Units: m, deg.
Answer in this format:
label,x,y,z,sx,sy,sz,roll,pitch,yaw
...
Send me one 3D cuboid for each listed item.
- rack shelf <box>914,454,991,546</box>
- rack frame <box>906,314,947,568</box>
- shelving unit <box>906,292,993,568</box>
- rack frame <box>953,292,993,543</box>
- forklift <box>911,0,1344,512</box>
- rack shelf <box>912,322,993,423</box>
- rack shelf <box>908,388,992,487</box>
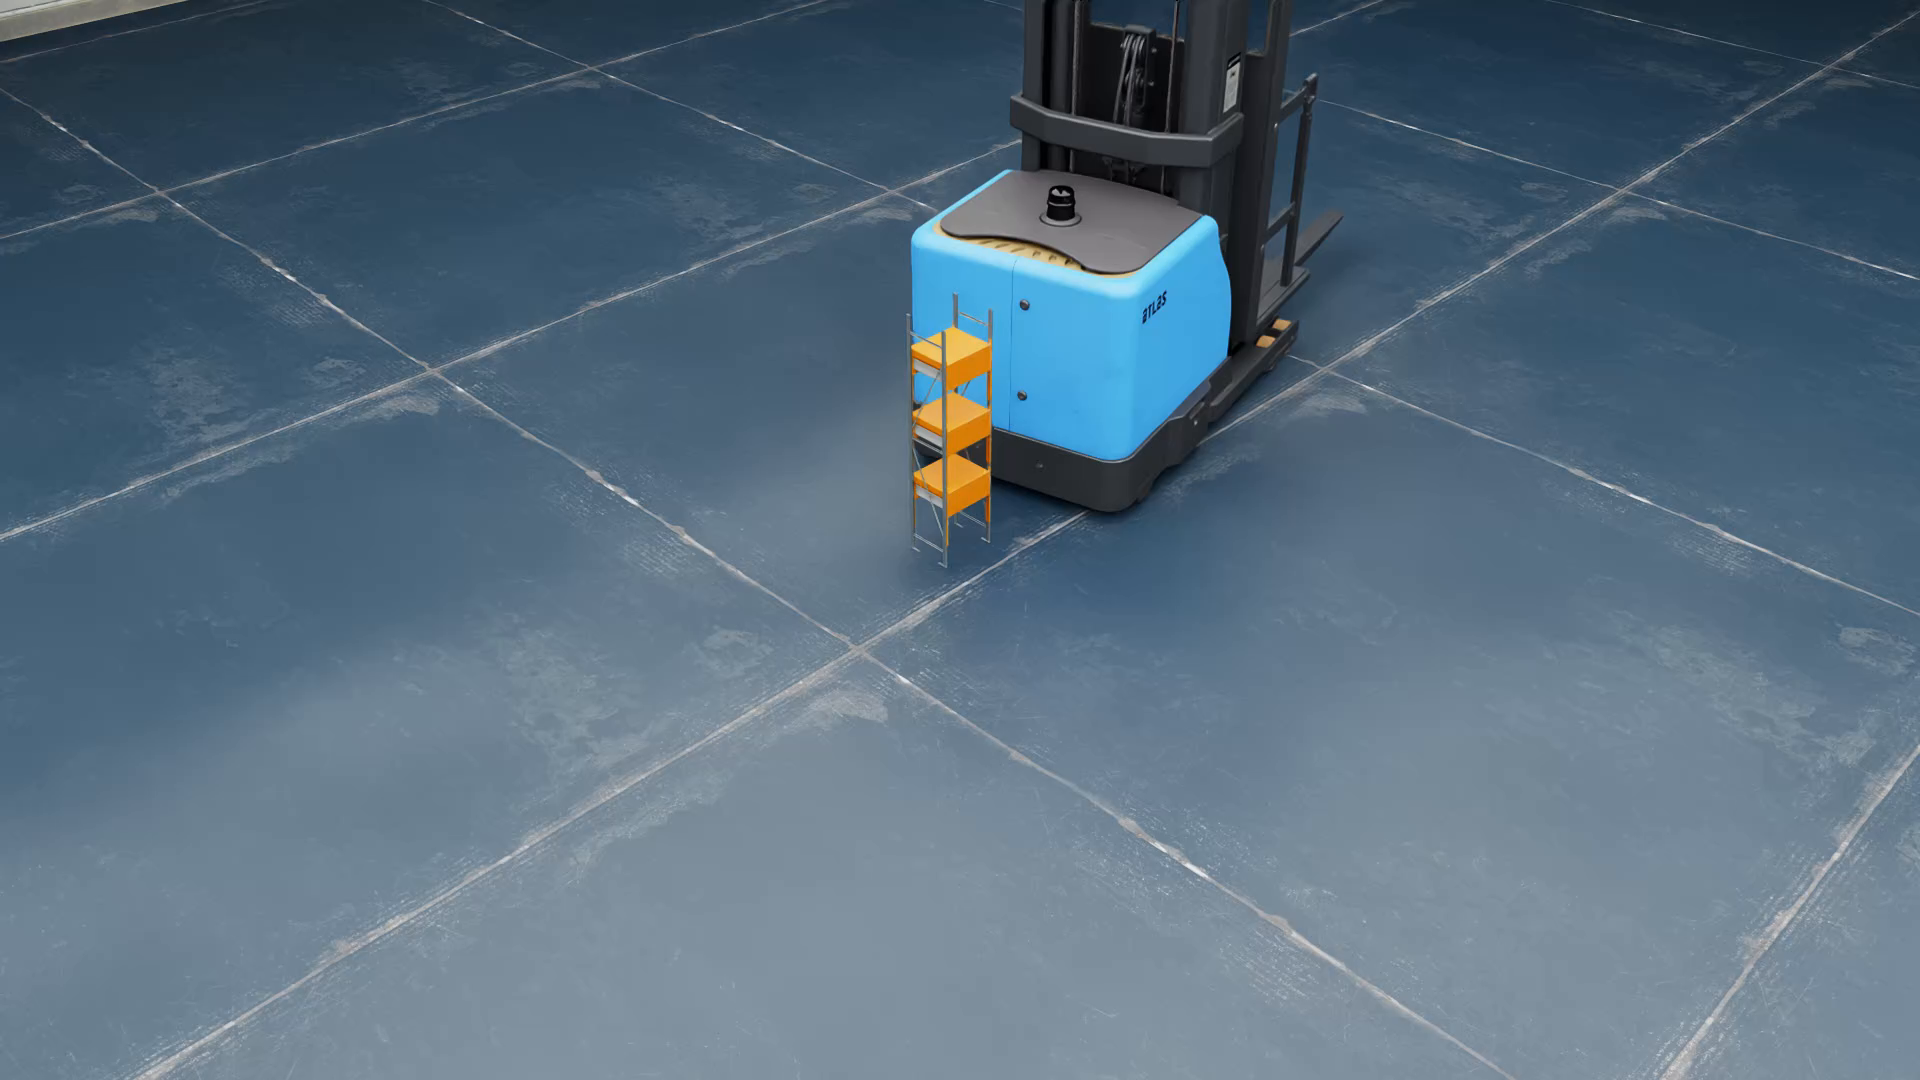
label,x,y,z,sx,sy,sz,roll,pitch,yaw
rack shelf,-0.038,-0.172,6.584,0.215,0.259,0.240,30,45,35
rack frame,-0.124,-0.359,6.348,0.200,1.050,0.008,30,45,35
shelving unit,-0.038,-0.409,6.419,0.215,1.050,0.252,30,45,35
rack frame,0.048,-0.458,6.490,0.200,1.050,0.008,30,45,35
forklift,0.980,-2.132,7.244,1.130,2.935,3.031,19,39,25
rack shelf,-0.038,-0.633,6.262,0.215,0.259,0.240,30,45,35
rack shelf,-0.038,-0.400,6.425,0.215,0.259,0.240,30,45,35
